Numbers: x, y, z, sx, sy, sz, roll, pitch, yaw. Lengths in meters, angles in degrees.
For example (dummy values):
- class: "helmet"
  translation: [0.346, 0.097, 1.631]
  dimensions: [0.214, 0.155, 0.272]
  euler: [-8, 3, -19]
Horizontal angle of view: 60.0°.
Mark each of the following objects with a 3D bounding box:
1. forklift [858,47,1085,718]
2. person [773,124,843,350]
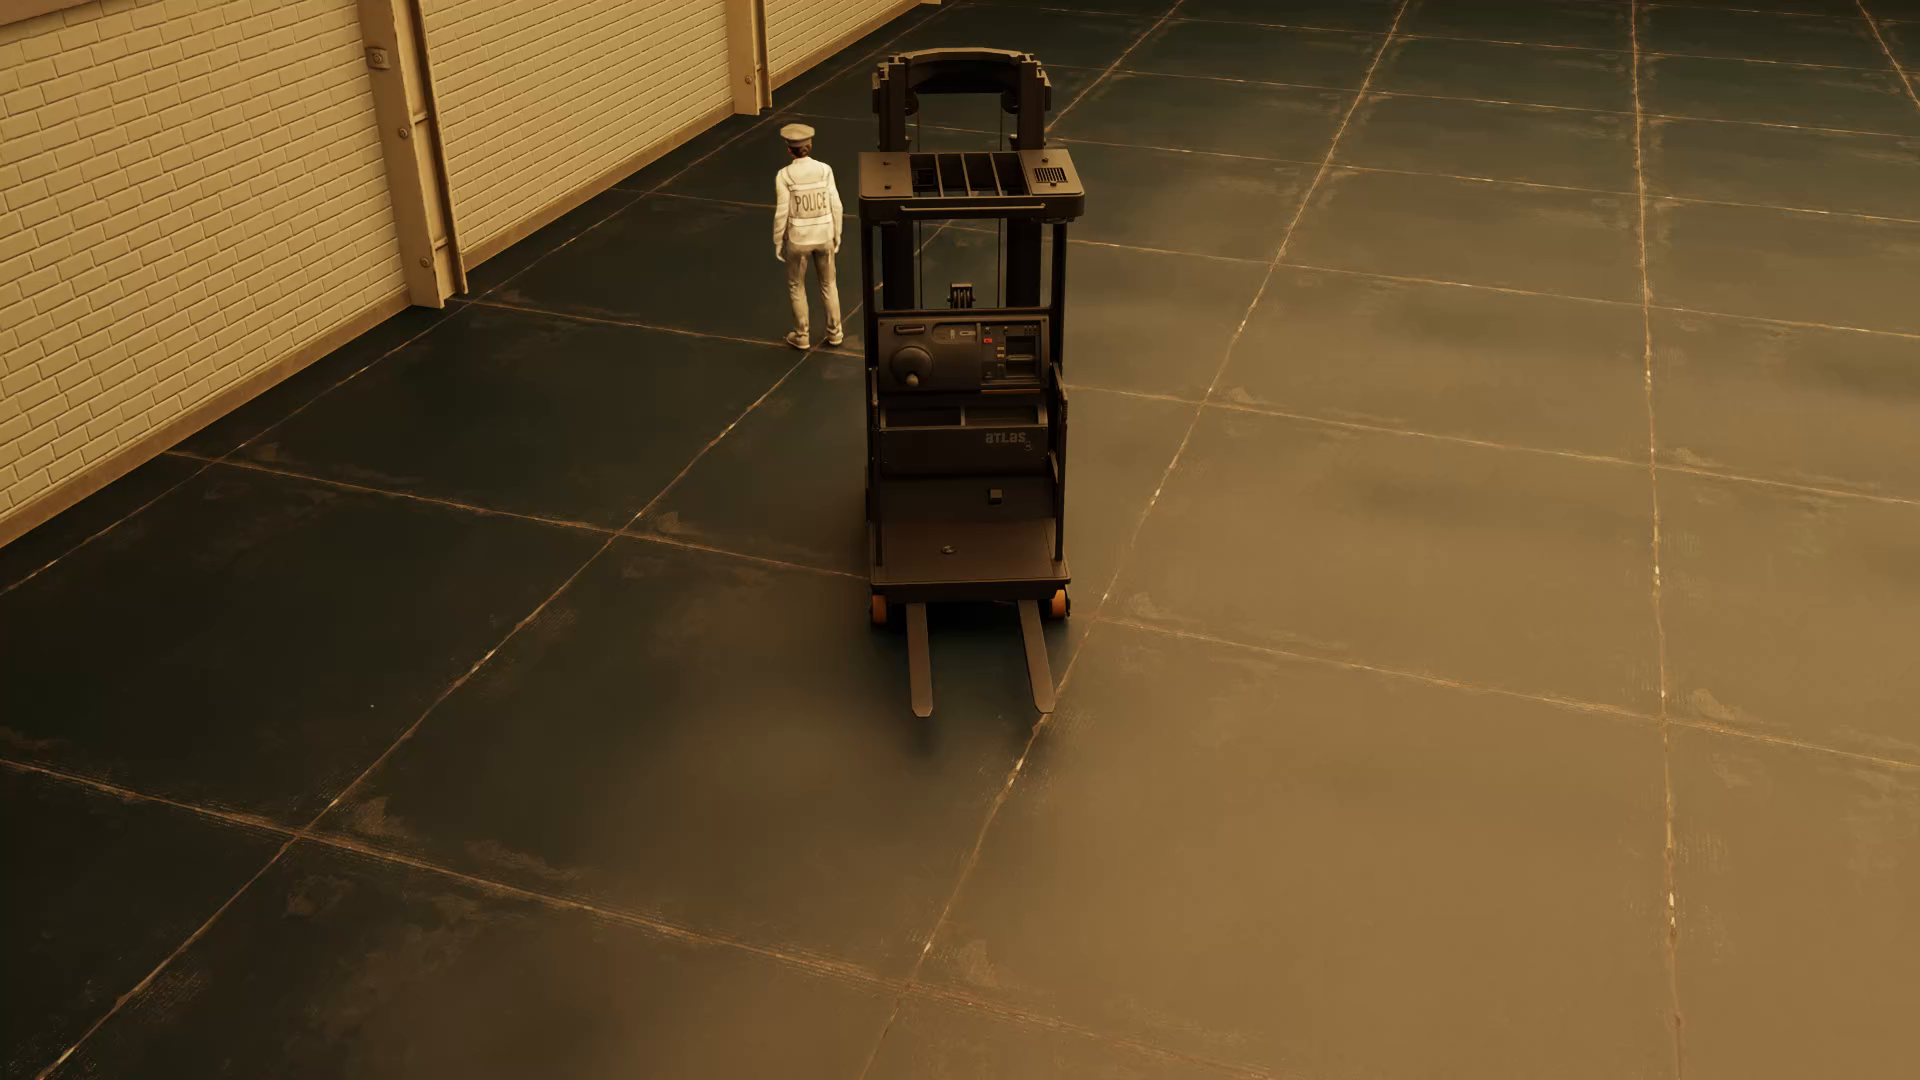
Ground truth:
- class: "forklift"
  translation: [0.030, -0.972, 8.842]
  dimensions: [1.121, 2.935, 3.031]
  euler: [-2, 30, -3]
- class: "person"
  translation: [-1.126, -2.221, 12.317]
  dimensions: [0.537, 1.661, 0.373]
  euler: [-11, 32, -19]
